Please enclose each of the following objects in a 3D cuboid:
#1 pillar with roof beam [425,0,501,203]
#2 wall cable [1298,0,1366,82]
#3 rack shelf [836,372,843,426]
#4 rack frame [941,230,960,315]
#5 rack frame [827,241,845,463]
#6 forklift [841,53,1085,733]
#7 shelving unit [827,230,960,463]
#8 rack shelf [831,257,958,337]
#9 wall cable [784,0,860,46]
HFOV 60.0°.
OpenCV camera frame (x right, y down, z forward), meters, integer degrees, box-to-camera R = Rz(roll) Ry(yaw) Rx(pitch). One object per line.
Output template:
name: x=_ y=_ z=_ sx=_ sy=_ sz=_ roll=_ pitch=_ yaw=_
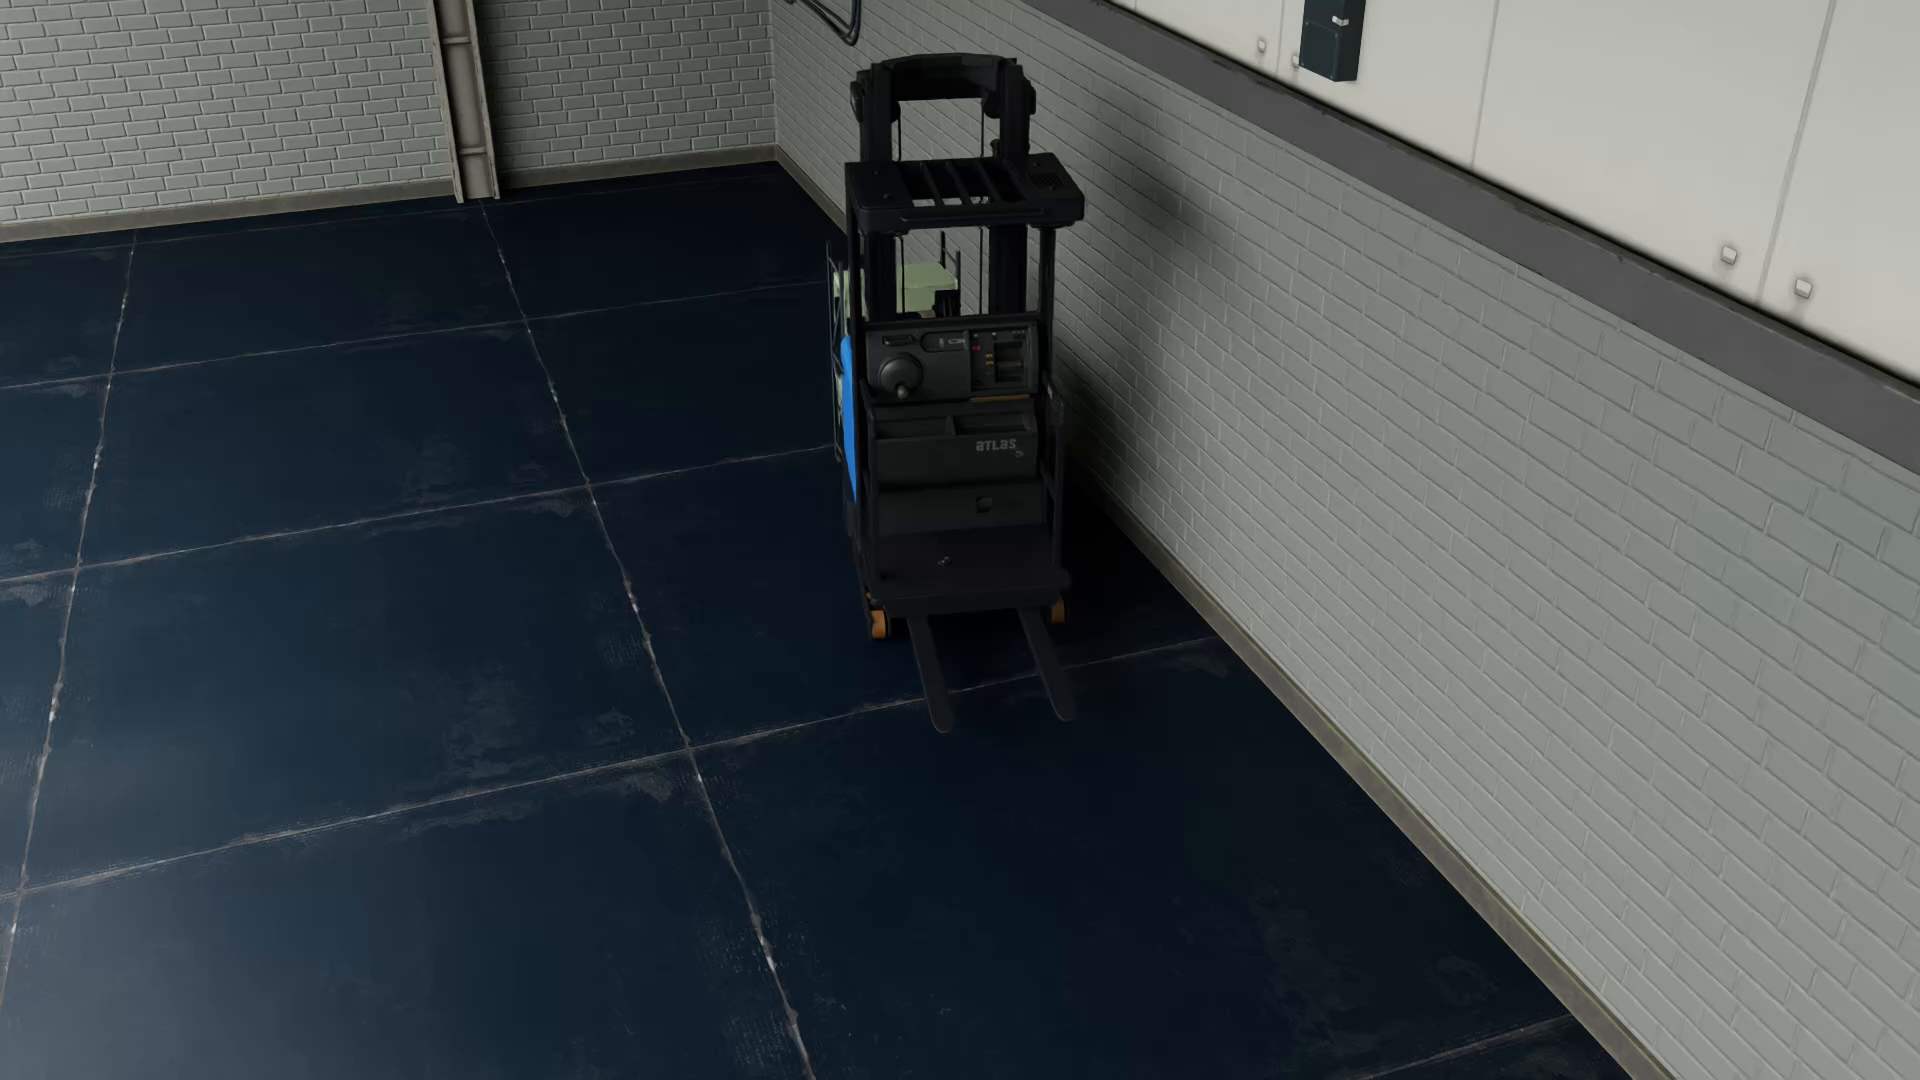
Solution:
pillar with roof beam: x=-3.099 y=-5.195 z=10.128 sx=0.400 sy=9.000 sz=9.100 roll=-10 pitch=31 yaw=-18
wall cable: x=1.917 y=-4.157 z=4.872 sx=0.169 sy=6.003 sz=2.305 roll=-10 pitch=31 yaw=-18
rack shelf: x=-0.413 y=-0.876 z=10.782 sx=0.720 sy=0.370 sz=0.431 roll=-8 pitch=31 yaw=-13
rack frame: x=-0.060 y=-1.207 z=10.705 sx=0.023 sy=1.500 sz=0.400 roll=-8 pitch=31 yaw=-13
rack frame: x=-0.766 y=-1.112 z=10.537 sx=0.023 sy=1.500 sz=0.400 roll=-8 pitch=31 yaw=-13
forklift: x=-0.003 y=-0.917 z=8.750 sx=1.130 sy=2.935 sz=3.031 roll=-4 pitch=30 yaw=-8
shelving unit: x=-0.413 y=-1.160 z=10.621 sx=0.755 sy=1.500 sz=0.431 roll=-8 pitch=31 yaw=-13
rack shelf: x=-0.413 y=-1.499 z=10.428 sx=0.720 sy=0.370 sz=0.431 roll=-8 pitch=31 yaw=-13
wall cable: x=-1.378 y=-5.738 z=14.218 sx=0.112 sy=2.526 sz=3.097 roll=-10 pitch=31 yaw=-18
